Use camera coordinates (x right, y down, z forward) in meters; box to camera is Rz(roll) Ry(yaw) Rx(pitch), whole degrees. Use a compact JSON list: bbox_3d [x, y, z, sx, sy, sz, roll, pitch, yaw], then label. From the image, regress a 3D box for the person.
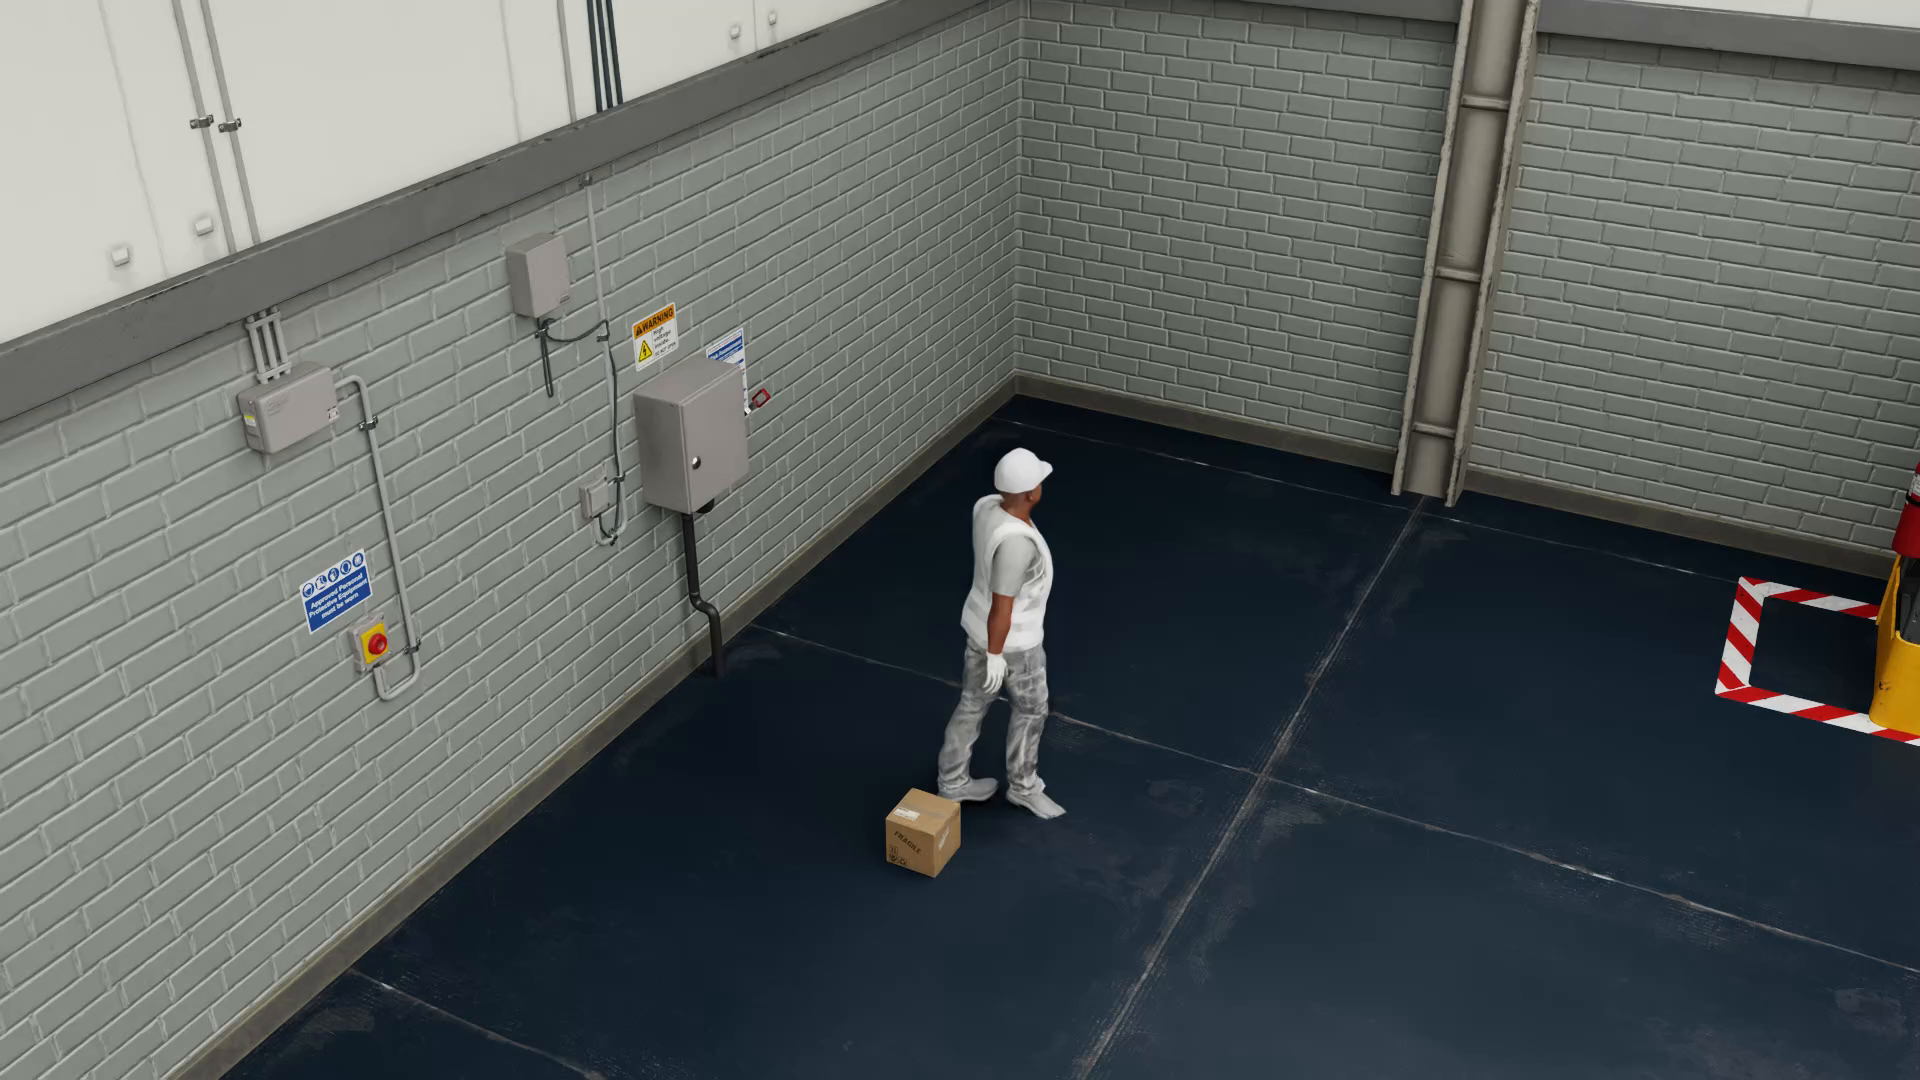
[{"bbox_3d":[0.145,0.447,7.521,0.562,1.840,0.585,-12,32,-20],"label":"person"}]
